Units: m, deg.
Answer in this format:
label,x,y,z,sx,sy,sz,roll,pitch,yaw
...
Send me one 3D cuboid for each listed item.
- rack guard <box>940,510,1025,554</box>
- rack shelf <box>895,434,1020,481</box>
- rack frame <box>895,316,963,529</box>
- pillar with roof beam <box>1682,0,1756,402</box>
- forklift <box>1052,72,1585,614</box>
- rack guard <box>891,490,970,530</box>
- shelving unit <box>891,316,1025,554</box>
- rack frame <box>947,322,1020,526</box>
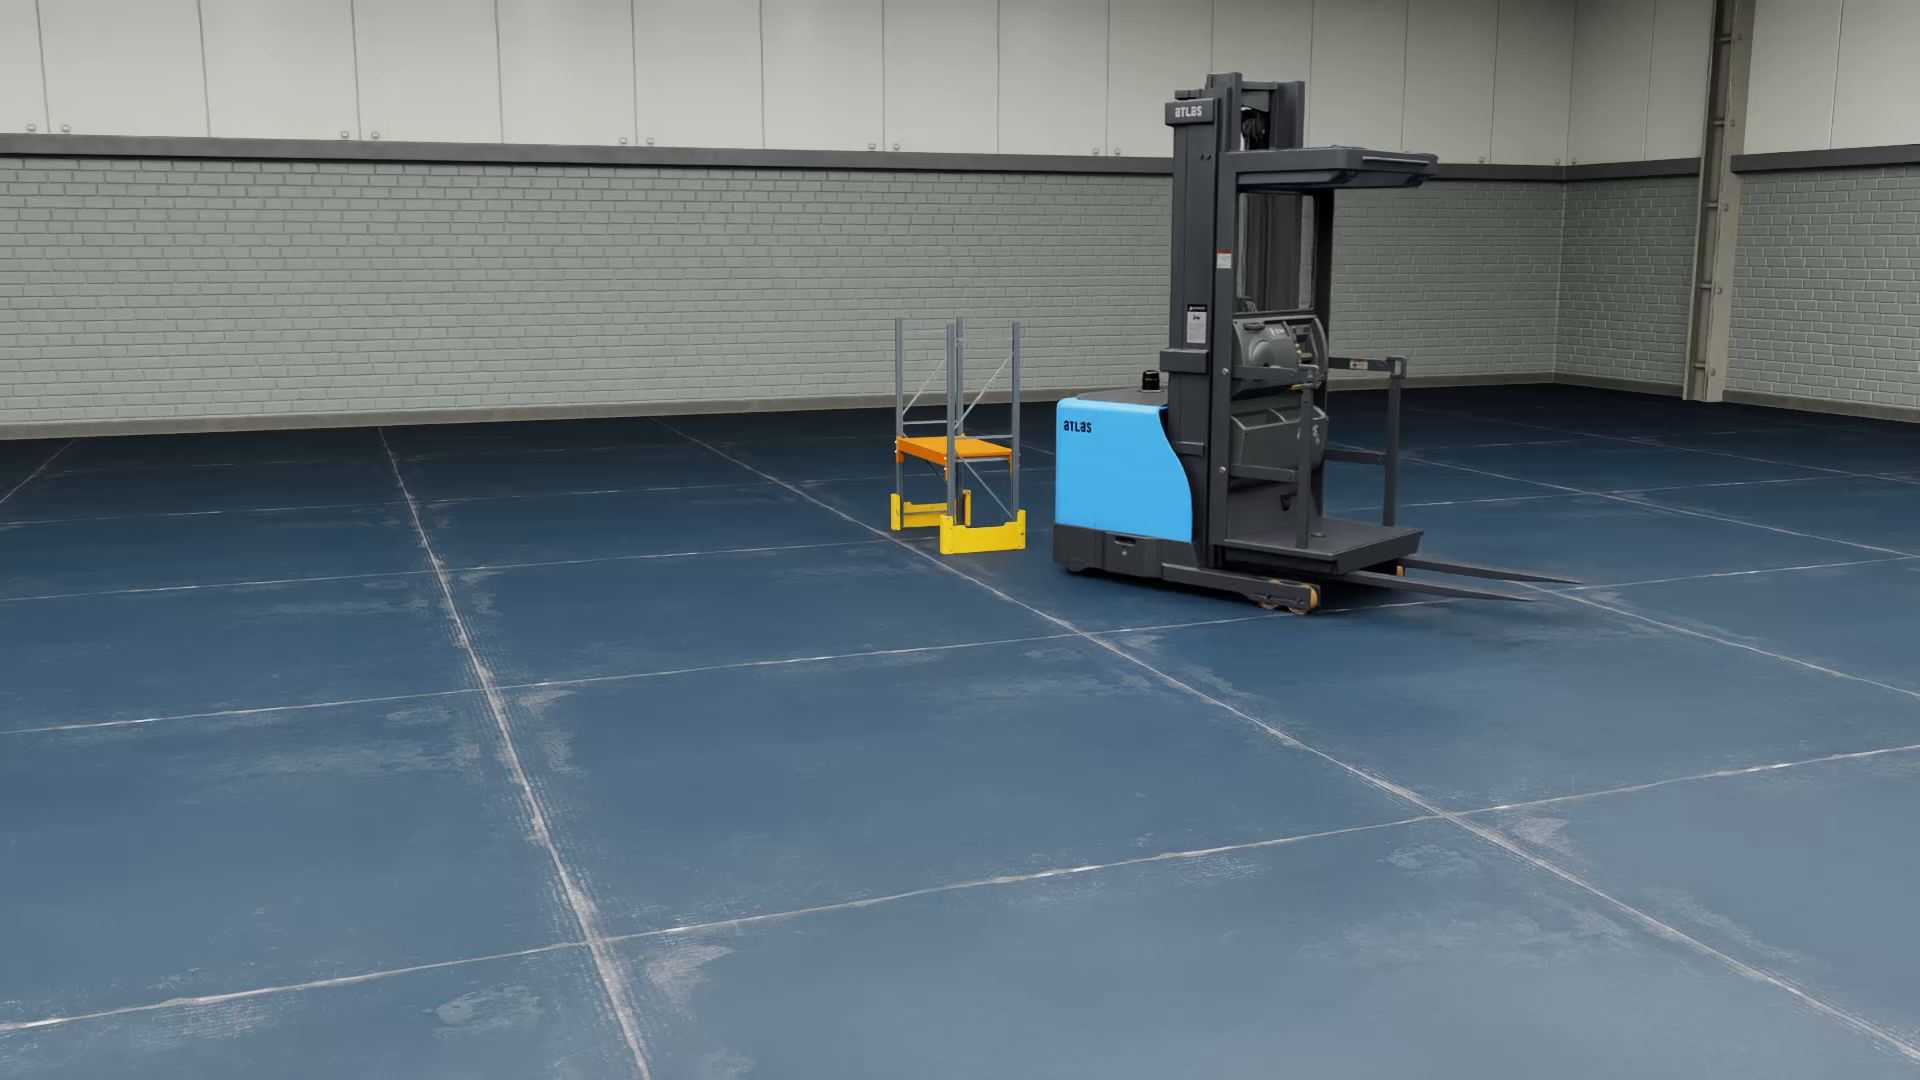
label,x,y,z,sx,sy,sz,roll,pitch,yaw
rack guard,0.153,-0.054,11.011,0.587,0.250,0.087,-4,11,-21
rack shelf,-0.031,-0.575,11.399,0.538,0.185,1.000,-4,11,-21
rack frame,-0.215,-0.835,11.834,0.500,1.500,0.032,-4,11,-21
pillar with roof beam,5.649,-5.973,19.302,9.100,9.000,0.400,-4,11,-21
forklift,2.005,-1.138,9.449,3.031,2.935,1.130,9,13,41
rack guard,-0.208,-0.217,11.925,0.587,0.250,0.087,-4,11,-21
shelving unit,-0.028,-0.751,11.359,0.587,1.500,1.083,-4,11,-21
rack frame,0.153,-0.669,10.901,0.500,1.500,0.032,-4,11,-21
